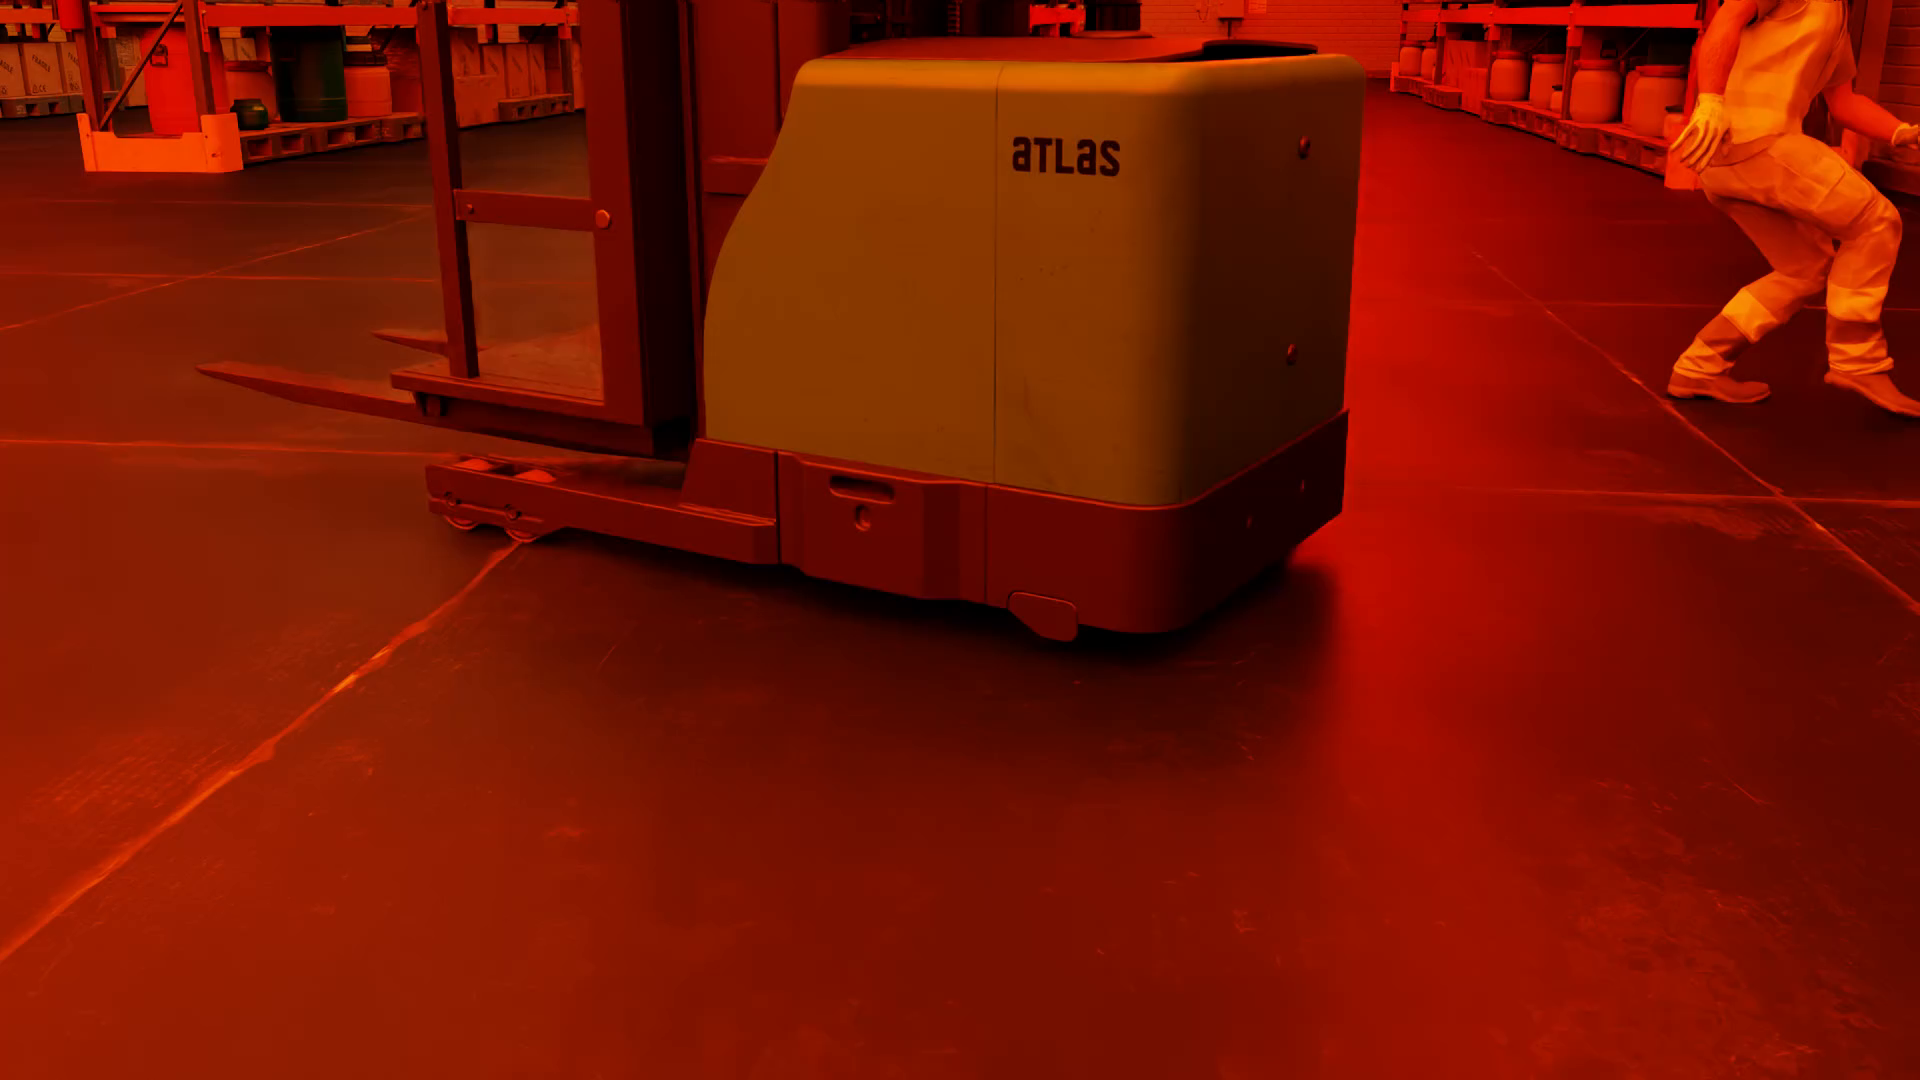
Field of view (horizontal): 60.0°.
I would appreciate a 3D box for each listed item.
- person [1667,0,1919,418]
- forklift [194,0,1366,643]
[{"bbox_3d":[2.490,-1.130,4.810,0.811,1.586,0.779,7,19,22],"label":"person"},{"bbox_3d":[-0.653,-1.515,3.756,3.031,2.935,1.130,10,20,29],"label":"forklift"}]
